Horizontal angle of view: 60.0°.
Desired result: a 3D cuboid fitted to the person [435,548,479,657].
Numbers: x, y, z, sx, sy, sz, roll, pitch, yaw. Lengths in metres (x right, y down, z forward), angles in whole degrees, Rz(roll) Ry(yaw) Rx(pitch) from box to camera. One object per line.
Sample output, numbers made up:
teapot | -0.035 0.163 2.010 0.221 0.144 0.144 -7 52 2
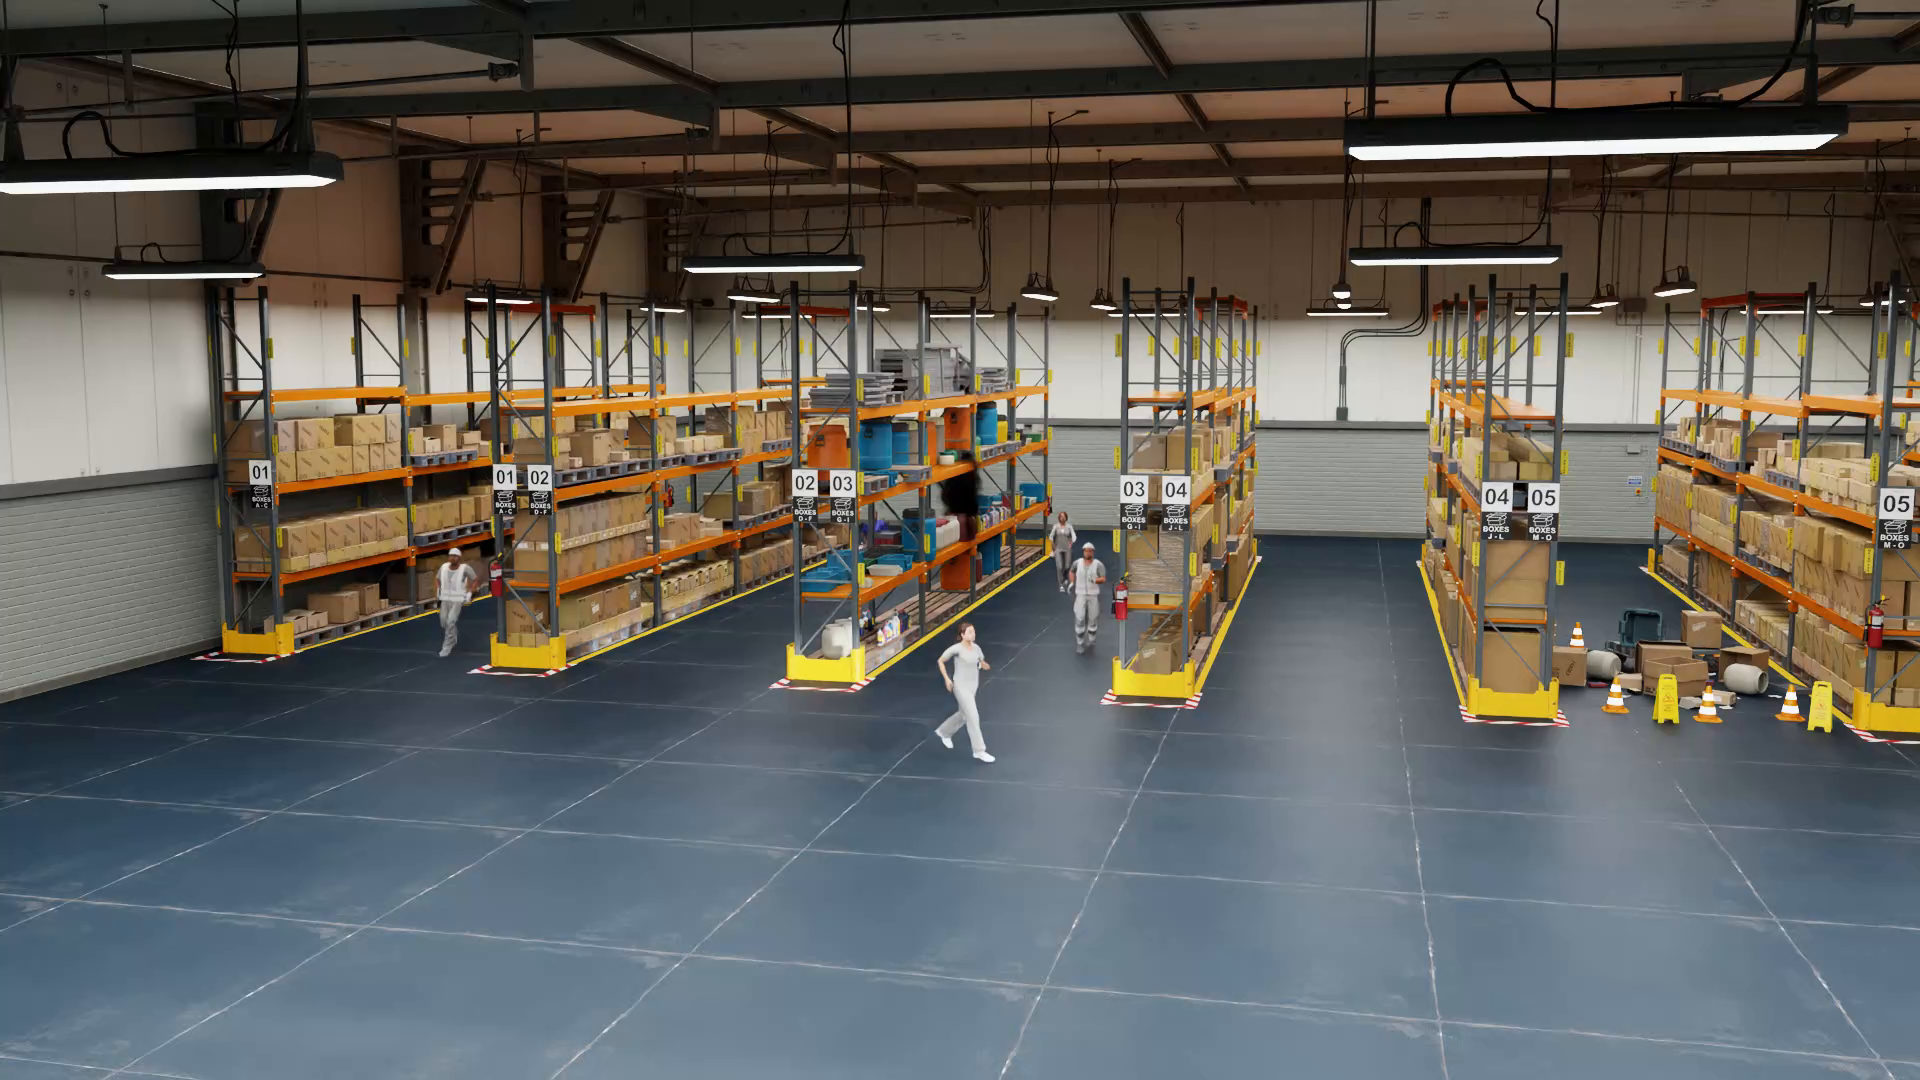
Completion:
person | -8.303 1.000 27.419 0.721 1.772 0.783 1 7 7

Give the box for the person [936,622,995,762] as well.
person | 0.050 1.817 20.297 0.969 1.660 0.561 6 9 42

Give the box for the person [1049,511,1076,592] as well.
person | 1.994 0.218 32.413 0.535 1.557 0.512 0 7 3

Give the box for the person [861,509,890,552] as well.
person | -1.801 0.153 34.997 0.629 1.437 0.575 1 7 11

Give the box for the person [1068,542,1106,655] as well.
person | 2.100 0.957 27.517 0.644 1.846 0.776 1 7 7
